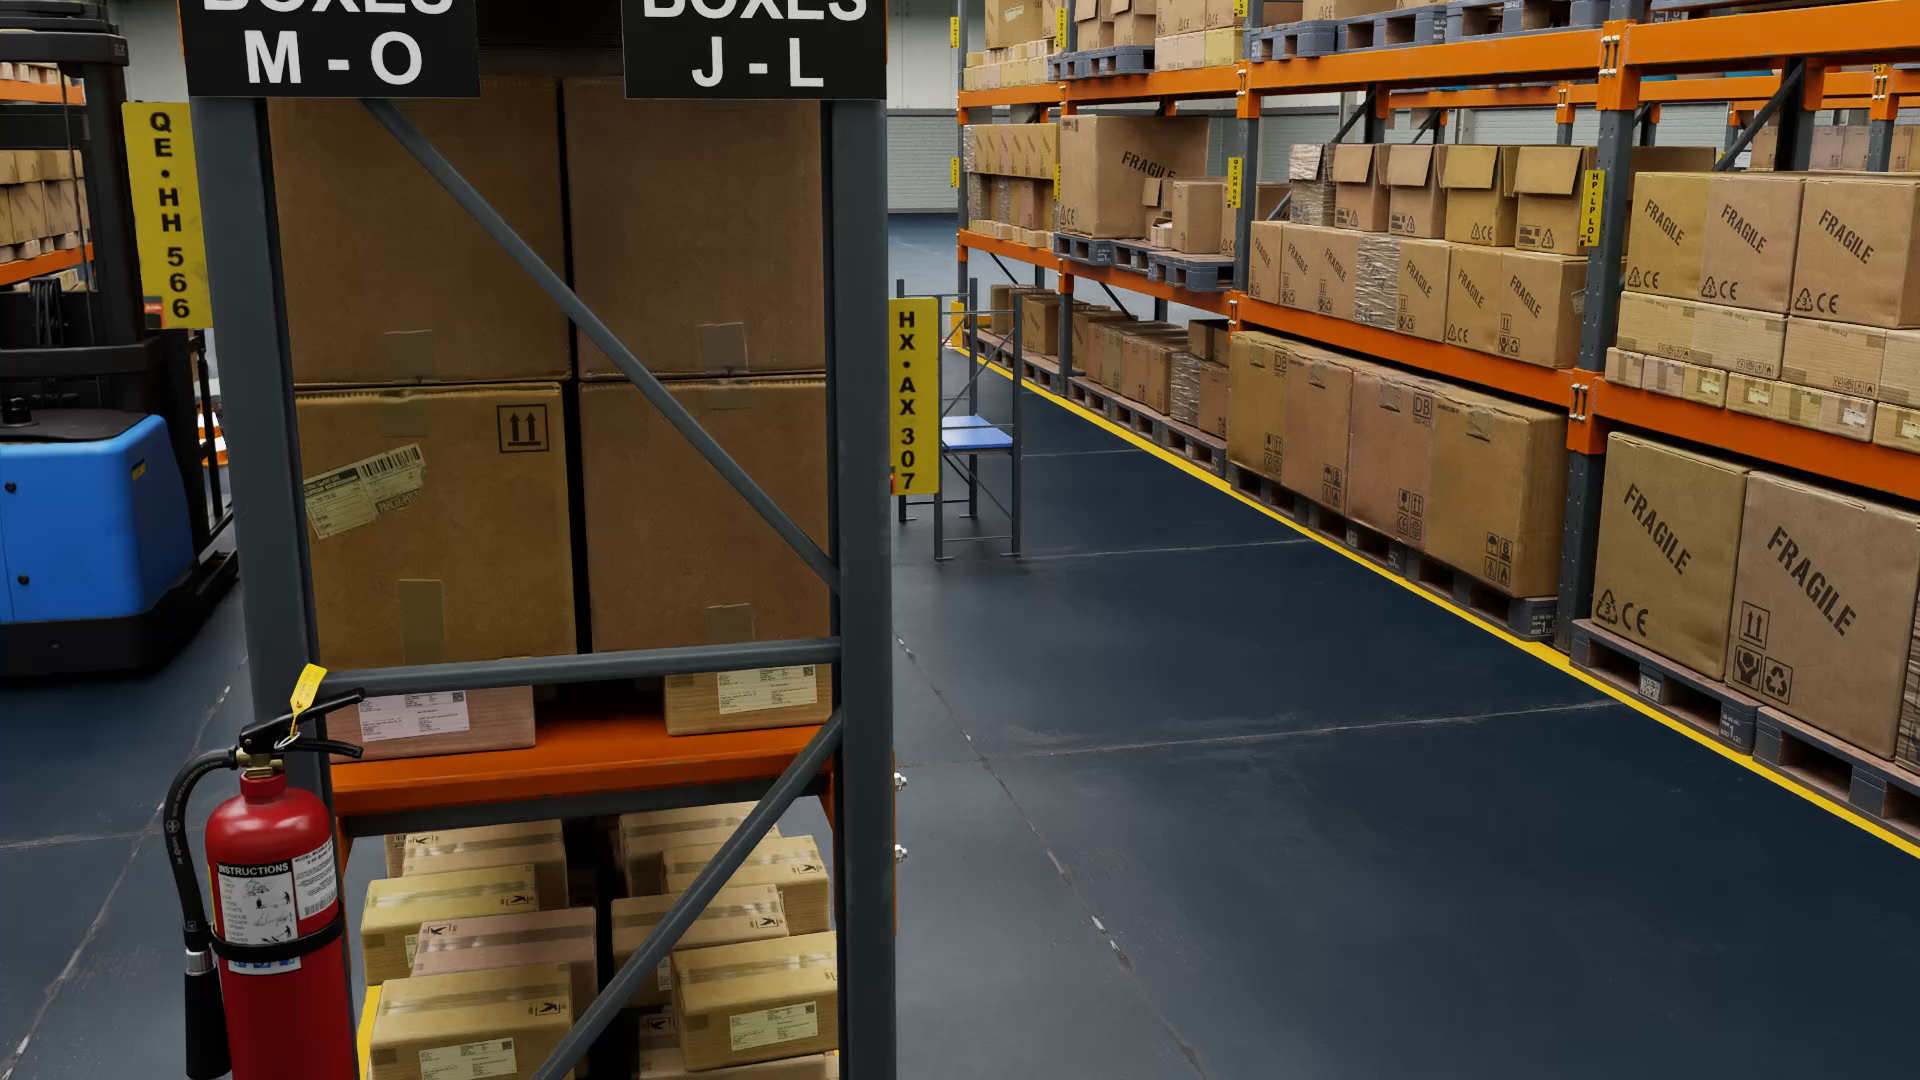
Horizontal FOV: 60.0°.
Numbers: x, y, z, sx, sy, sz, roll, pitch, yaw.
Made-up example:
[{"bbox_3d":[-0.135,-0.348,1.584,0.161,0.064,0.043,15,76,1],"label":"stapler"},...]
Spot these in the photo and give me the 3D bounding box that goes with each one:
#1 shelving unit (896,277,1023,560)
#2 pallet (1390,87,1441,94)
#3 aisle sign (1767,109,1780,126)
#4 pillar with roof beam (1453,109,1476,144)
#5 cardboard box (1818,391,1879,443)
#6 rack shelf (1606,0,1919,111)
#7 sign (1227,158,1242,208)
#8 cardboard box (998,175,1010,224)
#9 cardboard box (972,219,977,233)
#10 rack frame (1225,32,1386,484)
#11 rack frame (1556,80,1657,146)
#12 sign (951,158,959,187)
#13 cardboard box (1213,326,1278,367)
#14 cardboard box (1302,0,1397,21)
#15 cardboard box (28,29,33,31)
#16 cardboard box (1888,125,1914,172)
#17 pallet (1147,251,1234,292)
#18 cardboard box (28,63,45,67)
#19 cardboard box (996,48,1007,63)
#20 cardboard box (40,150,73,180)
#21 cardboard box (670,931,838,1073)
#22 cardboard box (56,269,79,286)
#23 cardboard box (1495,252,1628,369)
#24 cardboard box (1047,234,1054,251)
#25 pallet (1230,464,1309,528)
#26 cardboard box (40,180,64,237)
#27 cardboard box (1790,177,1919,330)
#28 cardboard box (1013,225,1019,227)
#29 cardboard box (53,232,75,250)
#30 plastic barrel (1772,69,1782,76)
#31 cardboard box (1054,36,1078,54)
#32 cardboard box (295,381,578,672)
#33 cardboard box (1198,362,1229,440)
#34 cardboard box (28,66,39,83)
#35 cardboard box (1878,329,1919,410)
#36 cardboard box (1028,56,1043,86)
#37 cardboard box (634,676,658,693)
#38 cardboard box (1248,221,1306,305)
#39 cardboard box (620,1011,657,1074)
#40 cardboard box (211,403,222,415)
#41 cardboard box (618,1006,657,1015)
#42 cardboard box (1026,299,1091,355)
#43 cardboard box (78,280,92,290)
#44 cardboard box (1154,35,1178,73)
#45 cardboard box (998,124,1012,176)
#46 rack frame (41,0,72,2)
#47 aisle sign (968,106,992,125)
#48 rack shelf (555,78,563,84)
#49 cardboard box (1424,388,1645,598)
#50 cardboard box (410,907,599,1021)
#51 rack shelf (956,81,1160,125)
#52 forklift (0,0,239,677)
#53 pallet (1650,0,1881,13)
[{"bbox_3d":[-0.020,-0.748,9.830,0.538,1.500,1.048,-3,14,-13],"label":"shelving unit"},{"bbox_3d":[5.388,-5.173,18.859,1.003,0.211,1.213,-3,14,-13],"label":"pallet"},{"bbox_3d":[10.375,-5.574,20.944,0.394,0.787,0.004,-3,14,-13],"label":"aisle sign"},{"bbox_3d":[7.512,-11.270,37.096,9.100,9.000,0.400,-3,14,-13],"label":"pillar with roof beam"},{"bbox_3d":[3.344,-0.452,5.986,0.380,0.149,0.250,-3,14,-13],"label":"cardboard box"},{"bbox_3d":[3.763,-1.606,5.376,1.077,0.370,4.000,-3,14,-13],"label":"rack shelf"},{"bbox_3d":[1.828,-2.374,11.052,0.100,0.325,0.005,-3,14,-13],"label":"sign"},{"bbox_3d":[0.887,-3.566,17.367,0.875,0.500,0.500,-3,14,-13],"label":"cardboard box"},{"bbox_3d":[0.350,-3.468,18.332,0.380,0.149,0.250,-3,14,-13],"label":"cardboard box"},{"bbox_3d":[2.354,-1.883,11.312,1.000,3.000,0.127,-3,14,-13],"label":"rack frame"},{"bbox_3d":[6.229,-3.081,16.219,1.000,3.000,0.127,-3,14,-13],"label":"rack frame"},{"bbox_3d":[-0.053,-4.118,18.640,0.100,0.325,0.005,-3,14,-13],"label":"sign"},{"bbox_3d":[2.167,-1.399,12.094,0.500,0.250,0.500,-3,14,-11],"label":"cardboard box"},{"bbox_3d":[2.567,-3.457,10.335,0.797,0.503,0.637,-2,14,-10],"label":"cardboard box"},{"bbox_3d":[-8.681,-4.656,15.192,0.380,0.149,0.250,-3,14,-13],"label":"cardboard box"},{"bbox_3d":[10.697,-4.370,18.548,0.700,0.500,0.500,-3,14,-13],"label":"cardboard box"},{"bbox_3d":[2.083,-1.948,11.984,1.213,0.211,1.003,-3,14,-13],"label":"pallet"},{"bbox_3d":[-8.533,-4.366,14.846,0.500,0.250,0.500,-3,14,-12],"label":"cardboard box"},{"bbox_3d":[0.587,-4.928,16.932,0.380,0.149,0.250,-4,14,-16],"label":"cardboard box"},{"bbox_3d":[-8.495,-3.520,15.070,0.700,0.500,0.500,-3,14,-14],"label":"cardboard box"},{"bbox_3d":[-0.405,0.968,3.512,0.380,0.149,0.250,-4,14,-16],"label":"cardboard box"},{"bbox_3d":[-8.565,-2.472,15.688,0.380,0.149,0.250,-3,14,-12],"label":"cardboard box"},{"bbox_3d":[2.918,-1.101,7.903,0.500,0.500,0.500,-3,14,-13],"label":"cardboard box"},{"bbox_3d":[1.028,-2.775,15.493,0.380,0.149,0.250,-3,14,-13],"label":"cardboard box"},{"bbox_3d":[2.465,-0.342,10.882,1.003,0.211,1.213,-3,14,-13],"label":"pallet"},{"bbox_3d":[-8.536,-3.028,15.162,0.500,0.500,0.500,-3,14,-13],"label":"cardboard box"},{"bbox_3d":[3.392,-1.037,5.961,0.500,0.500,0.500,-4,14,-15],"label":"cardboard box"},{"bbox_3d":[0.756,-3.125,16.929,0.380,0.149,0.250,-3,14,-13],"label":"cardboard box"},{"bbox_3d":[-8.566,-2.809,15.634,0.380,0.149,0.250,-3,14,-12],"label":"cardboard box"},{"bbox_3d":[6.642,-3.829,13.250,0.301,0.262,0.301,0,14,0],"label":"plastic barrel"},{"bbox_3d":[1.057,-4.442,14.945,0.380,0.149,0.250,-3,14,-11],"label":"cardboard box"},{"bbox_3d":[-0.968,-0.066,3.041,0.500,0.500,0.500,-3,14,-12],"label":"cardboard box"},{"bbox_3d":[2.177,-1.035,12.185,0.700,0.500,0.500,-4,14,-16],"label":"cardboard box"},{"bbox_3d":[-8.583,-4.208,15.041,0.380,0.149,0.250,-3,14,-14],"label":"cardboard box"},{"bbox_3d":[3.496,-0.560,5.588,0.500,0.250,0.500,-3,14,-13],"label":"cardboard box"},{"bbox_3d":[0.941,-4.401,15.618,0.500,0.250,0.500,-3,14,-12],"label":"cardboard box"},{"bbox_3d":[-0.470,0.189,3.364,0.380,0.149,0.250,-3,14,-11],"label":"cardboard box"},{"bbox_3d":[2.203,-1.804,10.780,0.500,0.500,0.500,-3,14,-12],"label":"cardboard box"},{"bbox_3d":[-0.630,1.146,4.040,0.380,0.149,0.250,-3,14,-13],"label":"cardboard box"},{"bbox_3d":[-6.324,-1.232,14.412,0.396,0.266,0.258,10,17,35],"label":"cardboard box"},{"bbox_3d":[-0.639,0.999,4.011,0.380,0.149,0.250,-3,14,-12],"label":"cardboard box"},{"bbox_3d":[0.995,-2.160,16.831,0.500,0.500,0.500,-5,14,-18],"label":"cardboard box"},{"bbox_3d":[-8.716,-2.238,16.096,0.500,0.500,0.500,-3,14,-13],"label":"cardboard box"},{"bbox_3d":[1.759,-3.593,12.307,0.500,0.250,0.500,-3,14,-12],"label":"cardboard box"},{"bbox_3d":[0.692,-3.919,16.703,0.500,0.500,0.500,-3,14,-13],"label":"cardboard box"},{"bbox_3d":[-9.158,-6.090,15.894,1.000,3.000,0.127,-3,14,-13],"label":"rack frame"},{"bbox_3d":[0.169,-4.989,18.548,0.394,0.787,0.004,-3,14,-13],"label":"aisle sign"},{"bbox_3d":[-2.961,-3.199,11.894,1.077,0.370,4.000,-3,14,-13],"label":"rack shelf"},{"bbox_3d":[3.123,-0.278,8.338,1.225,0.875,0.875,-3,14,-13],"label":"cardboard box"},{"bbox_3d":[-0.986,0.939,3.633,0.380,0.149,0.250,-3,14,-12],"label":"cardboard box"},{"bbox_3d":[0.944,-4.374,16.707,1.077,0.370,4.000,-3,14,-13],"label":"rack shelf"},{"bbox_3d":[-4.405,-1.115,8.315,1.130,2.935,3.031,-3,14,-12],"label":"forklift"},{"bbox_3d":[3.475,-2.185,6.415,1.003,0.211,1.213,-3,14,-13],"label":"pallet"}]
